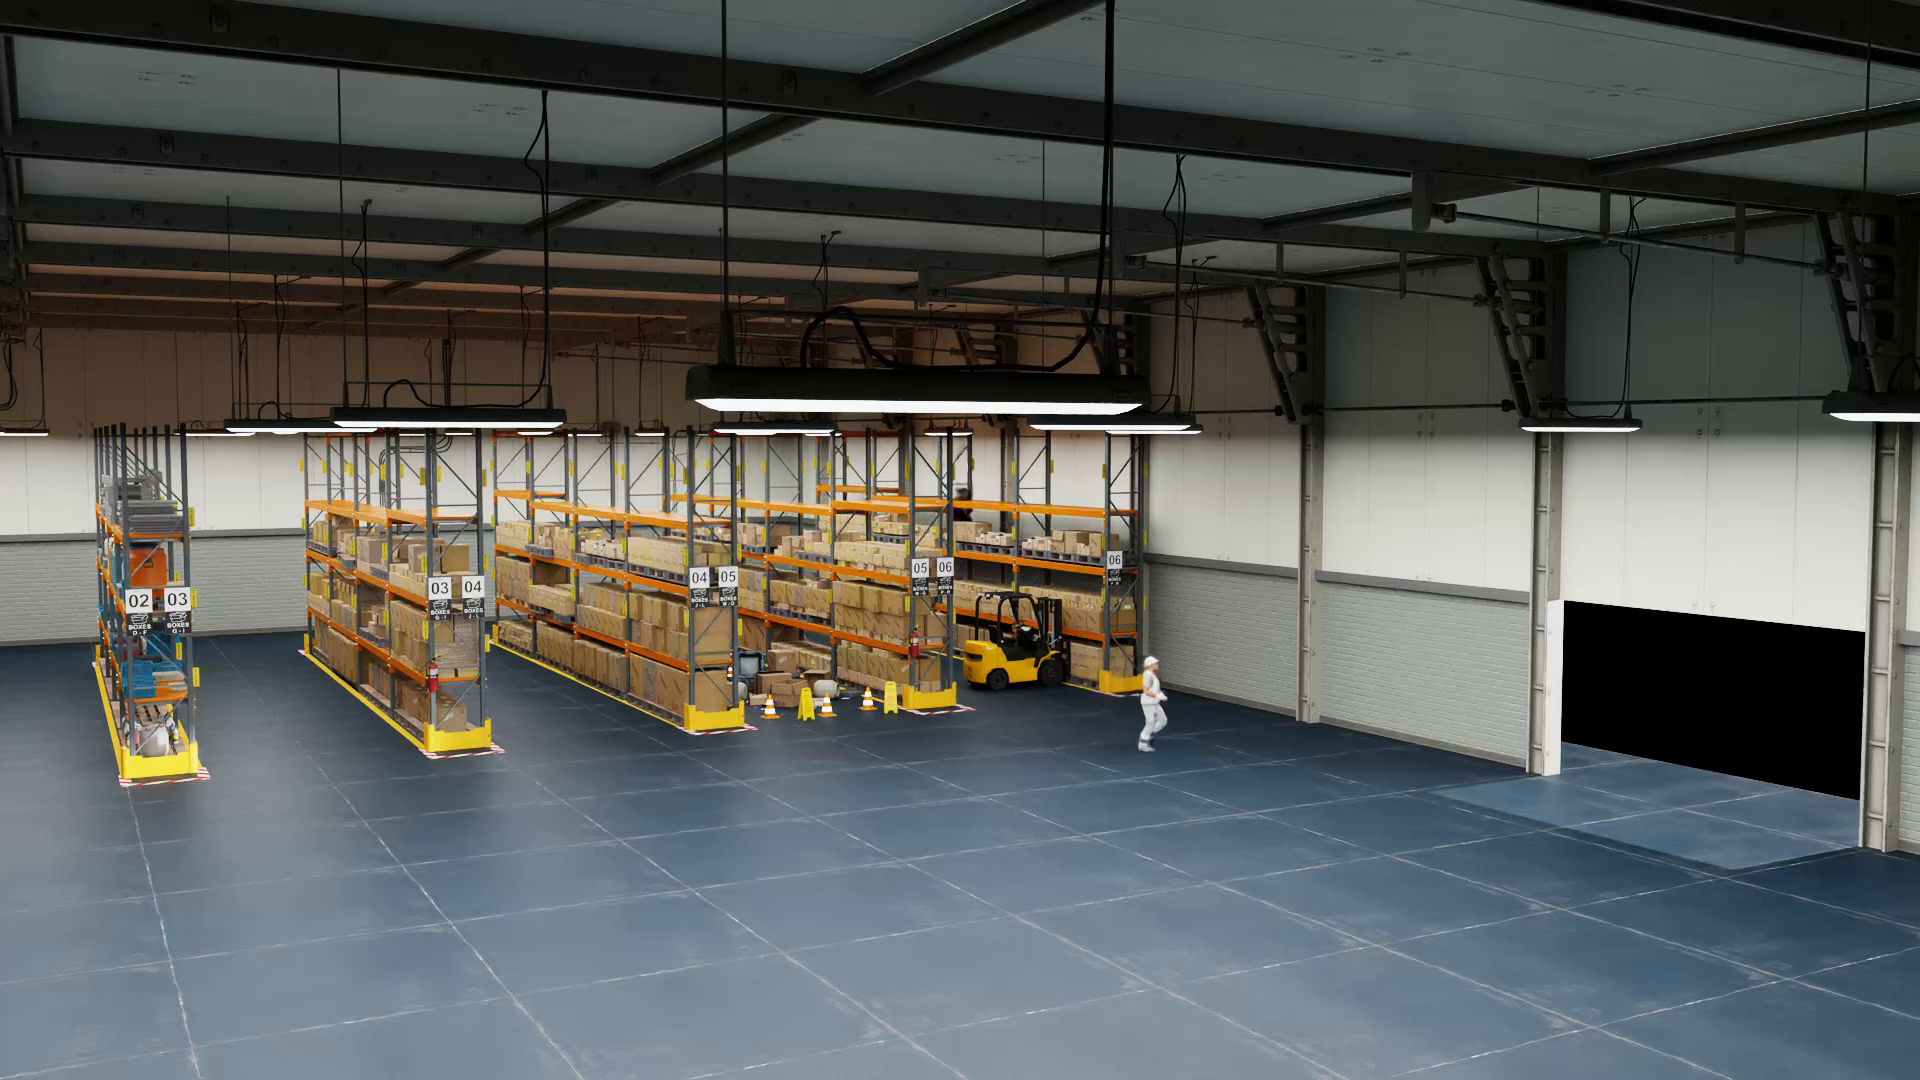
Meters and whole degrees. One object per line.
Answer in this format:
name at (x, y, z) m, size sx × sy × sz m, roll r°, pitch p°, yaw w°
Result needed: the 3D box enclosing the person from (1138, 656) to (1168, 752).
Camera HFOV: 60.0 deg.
person at (3.535, 2.998, 30.368) m, size 0.590 × 1.744 × 0.663 m, roll 1°, pitch 4°, yaw 20°
